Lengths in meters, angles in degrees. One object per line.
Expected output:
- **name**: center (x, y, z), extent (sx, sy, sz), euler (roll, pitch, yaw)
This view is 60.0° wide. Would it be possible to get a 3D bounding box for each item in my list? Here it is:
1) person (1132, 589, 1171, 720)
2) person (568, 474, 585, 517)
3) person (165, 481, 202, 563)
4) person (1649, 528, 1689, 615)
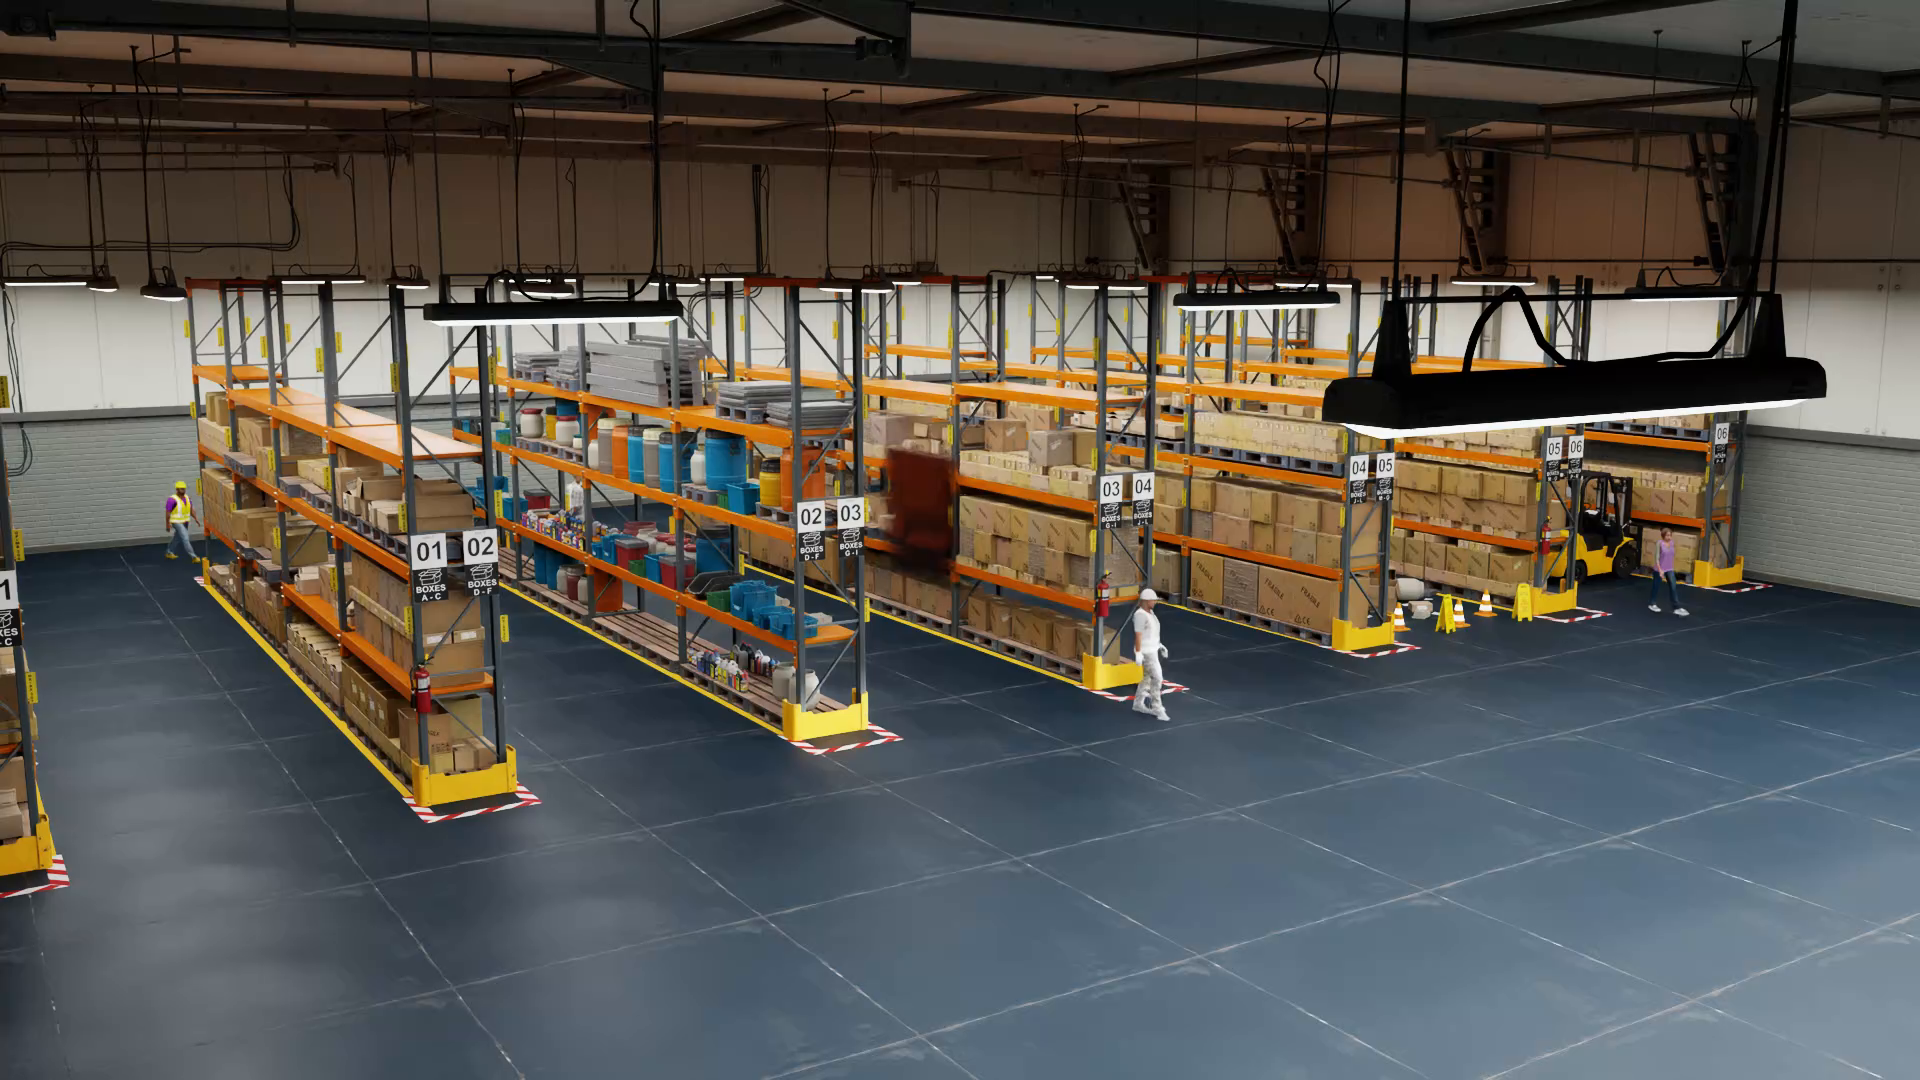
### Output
- **person**: center (2.707, 1.599, 23.282), extent (0.592, 1.835, 0.580), euler (3, 10, 16)
- **person**: center (-8.658, -0.776, 37.622), extent (0.498, 1.615, 1.049), euler (-6, 11, -32)
- **person**: center (-16.395, -0.393, 35.054), extent (1.113, 1.698, 0.596), euler (3, 10, 16)
- **person**: center (12.708, 0.565, 29.869), extent (0.468, 1.546, 0.894), euler (-1, 10, -5)
